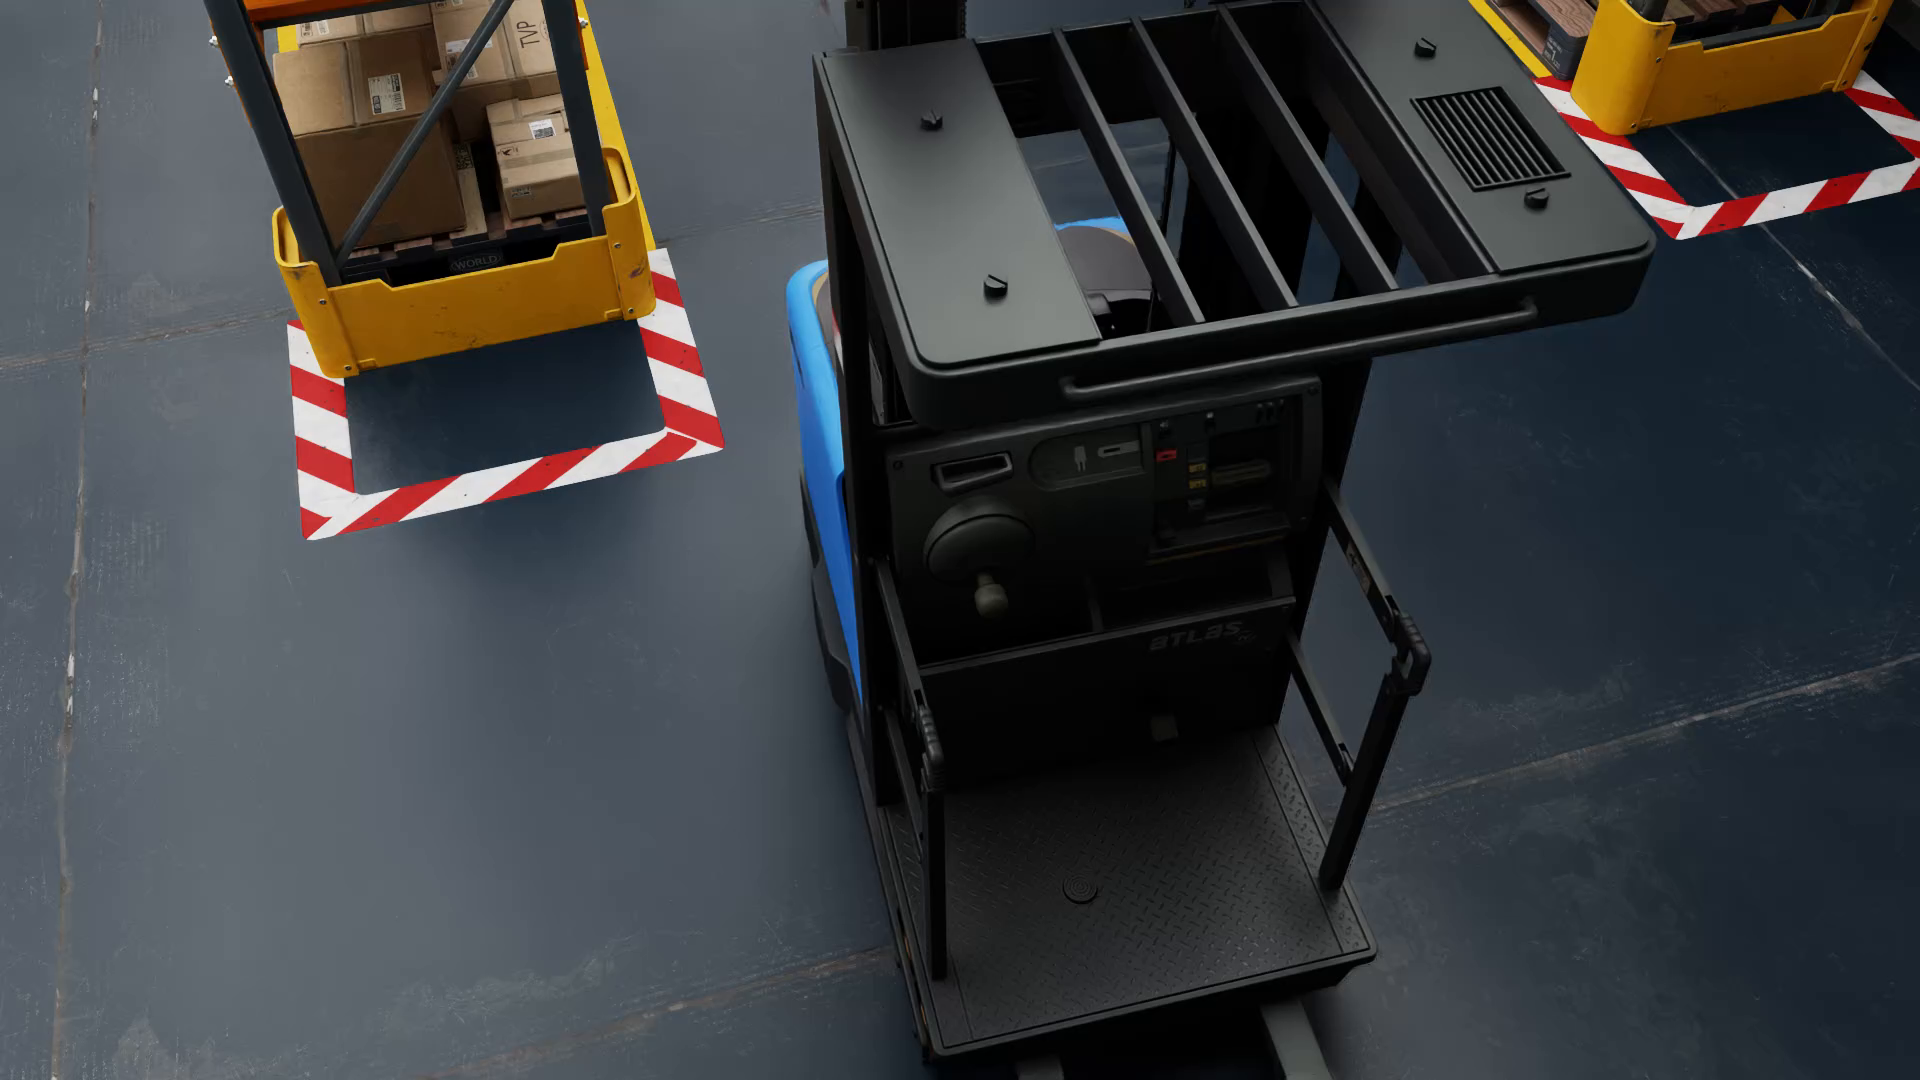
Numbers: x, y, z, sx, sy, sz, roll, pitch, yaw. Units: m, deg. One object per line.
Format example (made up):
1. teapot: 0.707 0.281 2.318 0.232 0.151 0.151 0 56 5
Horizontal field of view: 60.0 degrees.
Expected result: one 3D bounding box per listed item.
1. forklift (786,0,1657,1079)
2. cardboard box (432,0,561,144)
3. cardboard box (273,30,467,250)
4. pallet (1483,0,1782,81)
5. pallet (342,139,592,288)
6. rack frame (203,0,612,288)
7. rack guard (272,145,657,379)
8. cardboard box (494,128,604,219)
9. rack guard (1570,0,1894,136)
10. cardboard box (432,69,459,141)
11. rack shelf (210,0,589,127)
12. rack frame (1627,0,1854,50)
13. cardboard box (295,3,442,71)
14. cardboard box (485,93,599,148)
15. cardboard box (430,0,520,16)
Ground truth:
1. forklift: 0.362 0.014 3.321 1.130 2.935 3.031 -11 51 -9
2. cardboard box: -1.696 -1.793 6.310 0.500 0.250 0.500 -13 51 -11
3. cardboard box: -2.055 -1.389 5.806 0.500 0.500 0.500 -13 51 -11
4. pallet: 2.761 -2.501 7.221 1.003 0.211 1.213 -13 51 -11
5. pallet: -1.918 -1.450 6.334 1.003 0.211 1.213 -13 51 -11
6. rack frame: -1.659 -1.711 4.731 1.000 3.000 0.127 -13 51 -11
7. rack guard: -1.681 -0.961 5.733 1.175 0.500 0.348 -13 51 -11
8. cardboard box: -1.454 -1.318 5.976 0.380 0.149 0.250 -13 51 -11
9. rack guard: 3.079 -2.011 6.618 1.175 0.500 0.348 -13 51 -11
10. cardboard box: -2.089 -1.597 6.200 0.380 0.166 0.250 -13 51 -11
11. rack shelf: -2.250 -2.940 6.237 1.077 0.370 4.000 -13 51 -11
12. rack frame: 3.072 -2.834 5.677 1.000 3.000 0.127 -13 51 -11
13. cardboard box: -2.307 -2.009 6.492 0.500 0.250 0.500 -13 51 -11
14. cardboard box: -1.528 -1.506 6.123 0.380 0.166 0.250 -13 51 -11
15. cardboard box: -1.844 -2.158 6.618 0.500 0.250 0.500 -13 51 -11
